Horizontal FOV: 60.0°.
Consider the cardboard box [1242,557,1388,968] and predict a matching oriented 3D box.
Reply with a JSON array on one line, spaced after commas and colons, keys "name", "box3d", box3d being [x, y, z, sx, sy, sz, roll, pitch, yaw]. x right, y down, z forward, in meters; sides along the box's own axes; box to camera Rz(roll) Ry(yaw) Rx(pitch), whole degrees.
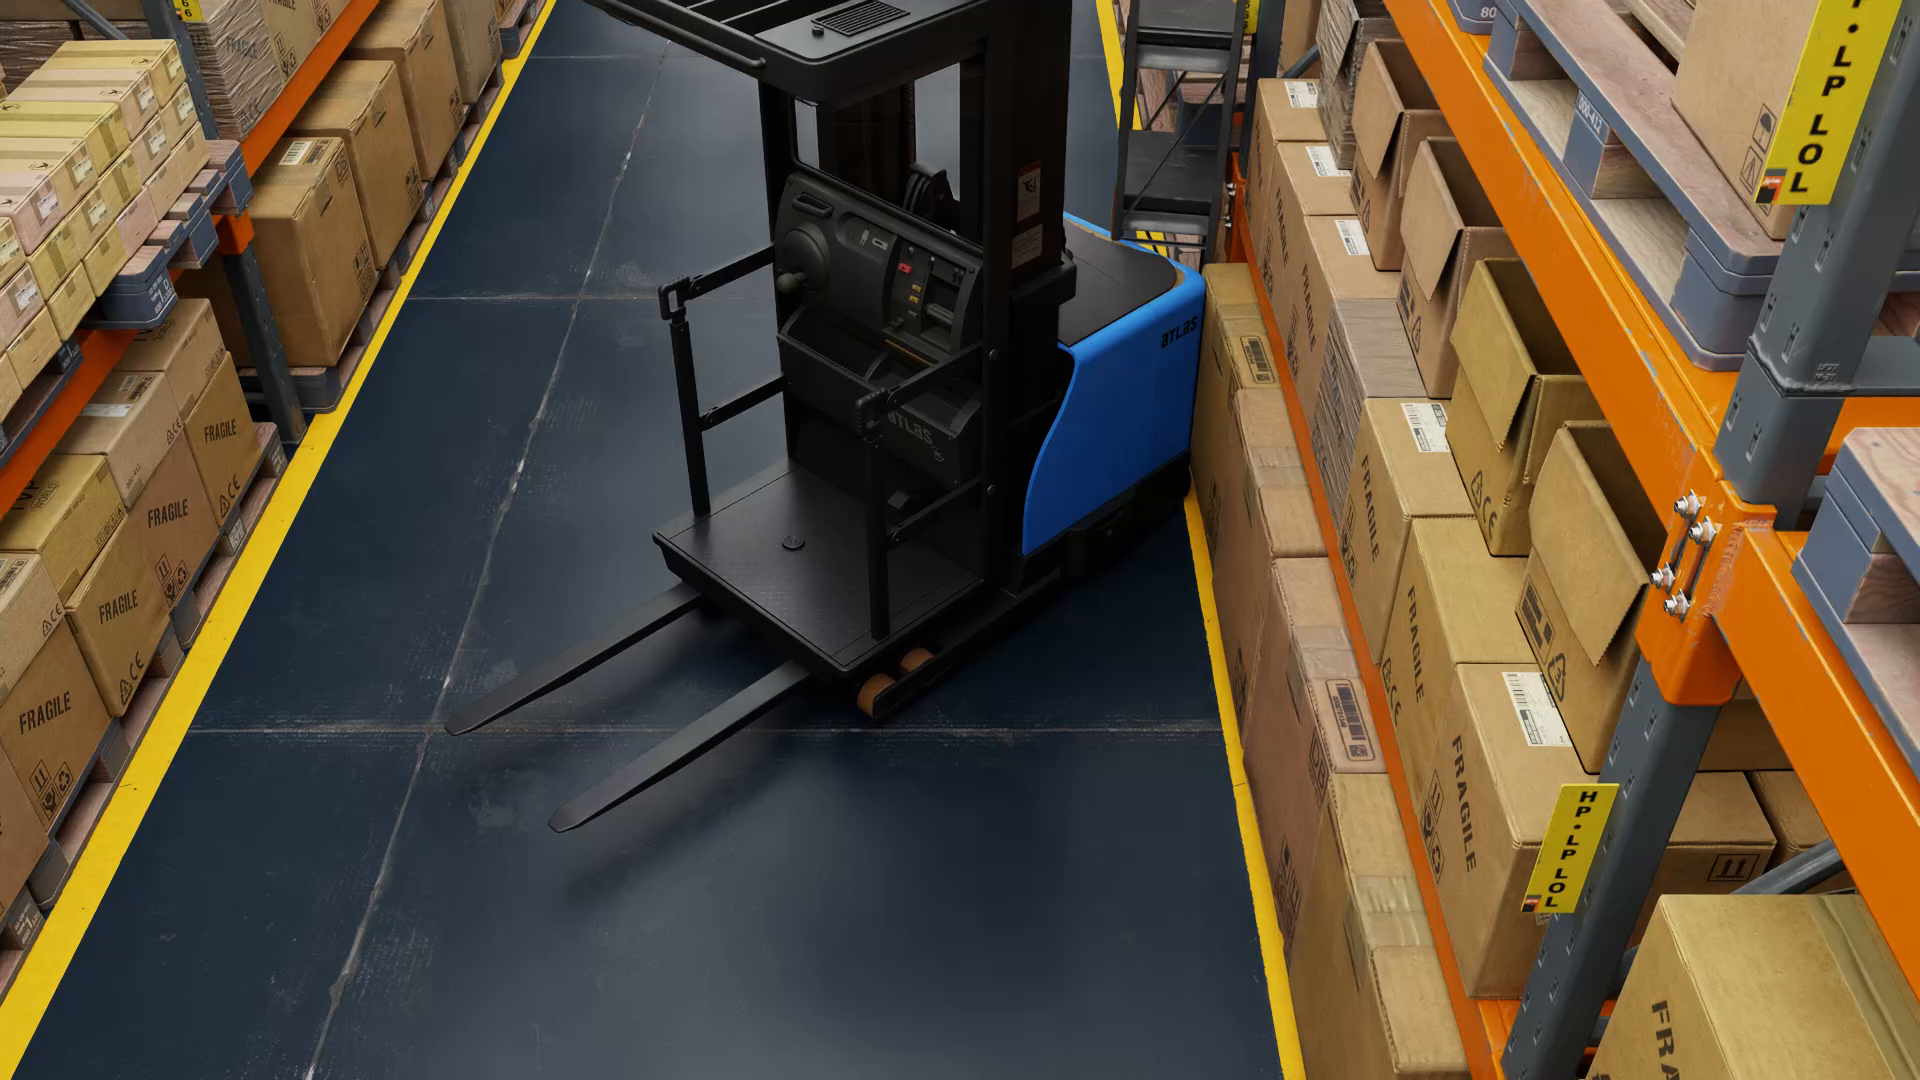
[{"name": "cardboard box", "box3d": [1.558, 0.649, 4.905, 1.225, 0.875, 0.875, -1, 39, -2]}]

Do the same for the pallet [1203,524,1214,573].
[{"name": "pallet", "box3d": [1.502, 0.023, 6.553, 1.003, 0.211, 1.213, 0, 39, 0]}]

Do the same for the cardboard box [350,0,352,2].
[{"name": "cardboard box", "box3d": [-3.116, -2.883, 7.869, 0.500, 0.500, 0.500, 0, 39, -1]}]

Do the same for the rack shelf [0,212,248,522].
[{"name": "rack shelf", "box3d": [-3.382, -0.087, 5.035, 1.077, 0.370, 4.000, 0, 39, 0]}]

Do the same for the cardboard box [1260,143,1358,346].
[{"name": "cardboard box", "box3d": [1.307, -0.971, 5.483, 0.500, 0.500, 0.500, -1, 39, -1]}]

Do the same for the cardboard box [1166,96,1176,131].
[{"name": "cardboard box", "box3d": [1.532, -2.574, 9.210, 0.700, 0.500, 0.500, 0, 39, 0]}]

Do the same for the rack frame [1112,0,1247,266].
[{"name": "rack frame", "box3d": [0.793, -1.154, 6.492, 0.400, 2.100, 0.015, 6, 46, 6]}]

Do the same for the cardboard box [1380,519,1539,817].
[{"name": "cardboard box", "box3d": [1.313, 0.302, 3.894, 0.500, 0.500, 0.500, 1, 39, 1]}]

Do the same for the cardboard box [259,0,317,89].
[{"name": "cardboard box", "box3d": [-3.118, -2.256, 7.087, 0.500, 0.500, 0.500, 0, 39, 0]}]

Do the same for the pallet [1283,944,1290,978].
[{"name": "pallet", "box3d": [1.504, 1.548, 4.649, 1.003, 0.211, 1.213, 0, 39, 0]}]

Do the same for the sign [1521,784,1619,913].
[{"name": "sign", "box3d": [1.038, 0.528, 2.829, 0.100, 0.325, 0.005, 0, 39, 0]}]

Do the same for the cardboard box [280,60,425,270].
[{"name": "cardboard box", "box3d": [-3.299, -1.832, 8.100, 1.050, 0.750, 0.750, 1, 39, 1]}]

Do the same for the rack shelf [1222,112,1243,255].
[{"name": "rack shelf", "box3d": [1.574, -2.529, 8.082, 1.077, 0.370, 4.000, 0, 39, 0]}]

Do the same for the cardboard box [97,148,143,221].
[{"name": "cardboard box", "box3d": [-2.923, -1.160, 5.426, 0.380, 0.149, 0.250, 1, 39, 1]}]

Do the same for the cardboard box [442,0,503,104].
[{"name": "cardboard box", "box3d": [-3.298, -3.017, 9.580, 1.050, 0.750, 0.750, 0, 39, 0]}]

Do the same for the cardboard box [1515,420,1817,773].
[{"name": "cardboard box", "box3d": [1.572, 0.113, 3.328, 0.797, 0.503, 0.637, -1, 39, -1]}]

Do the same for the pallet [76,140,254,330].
[{"name": "pallet", "box3d": [-3.277, -1.098, 5.875, 1.213, 0.211, 1.003, 0, 39, 0]}]

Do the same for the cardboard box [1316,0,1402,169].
[{"name": "cardboard box", "box3d": [1.561, -1.532, 5.381, 0.797, 0.503, 0.637, 1, 39, 1]}]

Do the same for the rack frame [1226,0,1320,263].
[{"name": "rack frame", "box3d": [1.576, -1.559, 6.296, 1.000, 3.000, 0.127, 0, 39, 0]}]

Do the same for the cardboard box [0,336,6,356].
[{"name": "cardboard box", "box3d": [-2.924, -0.523, 4.632, 0.380, 0.149, 0.250, -1, 39, -1]}]

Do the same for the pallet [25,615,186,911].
[{"name": "pallet", "box3d": [-3.386, 0.720, 5.683, 1.003, 0.211, 1.213, 0, 39, 0]}]

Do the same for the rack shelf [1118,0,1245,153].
[{"name": "rack shelf", "box3d": [0.825, -1.807, 6.171, 0.431, 0.518, 0.480, 6, 46, 6]}]

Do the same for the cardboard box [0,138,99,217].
[{"name": "cardboard box", "box3d": [-2.923, -1.122, 5.141, 0.380, 0.149, 0.250, 1, 39, 1]}]

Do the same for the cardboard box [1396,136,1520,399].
[{"name": "cardboard box", "box3d": [1.566, -0.705, 4.349, 0.797, 0.503, 0.637, 1, 39, 1]}]

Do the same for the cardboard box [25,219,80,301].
[{"name": "cardboard box", "box3d": [-2.925, -0.848, 5.037, 0.380, 0.149, 0.250, 0, 39, 0]}]

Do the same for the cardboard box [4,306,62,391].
[{"name": "cardboard box", "box3d": [-2.928, -0.574, 4.932, 0.380, 0.149, 0.250, 1, 39, 1]}]

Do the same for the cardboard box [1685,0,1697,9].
[{"name": "cardboard box", "box3d": [1.669, -1.043, 2.990, 0.500, 0.311, 0.500, -1, 39, -2]}]

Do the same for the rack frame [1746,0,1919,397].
[{"name": "rack frame", "box3d": [1.581, -1.398, 1.299, 1.000, 3.000, 0.127, 0, 39, 0]}]

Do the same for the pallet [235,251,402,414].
[{"name": "pallet", "box3d": [-3.310, -1.023, 7.858, 1.003, 0.211, 1.213, 0, 39, 0]}]

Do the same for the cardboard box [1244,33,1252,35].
[{"name": "cardboard box", "box3d": [1.435, -2.448, 6.991, 0.700, 0.500, 0.500, 5, 39, 7]}]

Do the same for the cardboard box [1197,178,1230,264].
[{"name": "cardboard box", "box3d": [1.542, -1.521, 7.896, 0.700, 0.500, 0.500, -3, 39, -4]}]

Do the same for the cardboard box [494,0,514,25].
[{"name": "cardboard box", "box3d": [-3.319, -3.848, 10.516, 0.875, 0.875, 0.875, 1, 39, 1]}]

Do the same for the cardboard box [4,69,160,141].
[{"name": "cardboard box", "box3d": [-2.927, -1.453, 5.554, 0.380, 0.149, 0.250, 0, 39, -1]}]

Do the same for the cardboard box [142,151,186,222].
[{"name": "cardboard box", "box3d": [-2.925, -1.221, 5.740, 0.380, 0.149, 0.250, 0, 39, 0]}]

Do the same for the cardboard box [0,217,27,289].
[{"name": "cardboard box", "box3d": [-2.926, -0.801, 4.741, 0.380, 0.149, 0.250, 2, 39, 2]}]

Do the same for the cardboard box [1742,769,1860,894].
[{"name": "cardboard box", "box3d": [1.830, 0.616, 3.503, 0.500, 0.500, 0.500, 0, 39, 0]}]

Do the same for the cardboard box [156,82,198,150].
[{"name": "cardboard box", "box3d": [-2.928, -1.492, 5.840, 0.380, 0.149, 0.250, 1, 39, 1]}]

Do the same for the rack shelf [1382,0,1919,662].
[{"name": "rack shelf", "box3d": [1.578, -1.198, 4.023, 1.077, 0.370, 4.000, 0, 39, 0]}]

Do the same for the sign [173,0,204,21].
[{"name": "sign", "box3d": [-2.841, -2.045, 6.041, 0.100, 0.325, 0.005, 0, 39, 0]}]

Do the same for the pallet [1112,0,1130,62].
[{"name": "pallet", "box3d": [1.535, -3.392, 10.814, 1.003, 0.211, 1.213, 0, 39, 0]}]

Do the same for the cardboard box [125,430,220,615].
[{"name": "cardboard box", "box3d": [-3.125, -0.071, 6.103, 0.500, 0.500, 0.500, 1, 39, 2]}]

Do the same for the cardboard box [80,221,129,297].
[{"name": "cardboard box", "box3d": [-2.928, -0.904, 5.344, 0.380, 0.149, 0.250, -1, 39, -1]}]

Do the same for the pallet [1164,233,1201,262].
[{"name": "pallet", "box3d": [1.578, -1.720, 8.728, 1.003, 0.211, 1.213, 0, 39, 0]}]

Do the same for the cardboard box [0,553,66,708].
[{"name": "cardboard box", "box3d": [-3.115, 0.288, 5.056, 0.500, 0.250, 0.500, 1, 39, 2]}]

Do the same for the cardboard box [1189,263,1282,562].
[{"name": "cardboard box", "box3d": [1.556, -0.462, 6.291, 1.225, 0.875, 0.875, -2, 39, -2]}]

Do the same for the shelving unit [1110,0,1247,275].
[{"name": "shelving unit", "box3d": [0.826, -1.327, 6.661, 0.431, 2.100, 0.503, 6, 46, 6]}]

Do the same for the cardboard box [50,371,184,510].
[{"name": "cardboard box", "box3d": [-3.110, -0.356, 5.859, 0.500, 0.250, 0.500, 0, 39, 1]}]

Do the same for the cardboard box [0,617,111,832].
[{"name": "cardboard box", "box3d": [-3.131, 0.574, 5.298, 0.500, 0.500, 0.500, 1, 39, 1]}]

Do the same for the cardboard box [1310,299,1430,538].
[{"name": "cardboard box", "box3d": [1.310, -0.338, 4.693, 0.500, 0.500, 0.500, 0, 39, 0]}]

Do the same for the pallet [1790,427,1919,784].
[{"name": "pallet", "box3d": [1.571, 0.319, 1.626, 1.003, 0.211, 1.213, 0, 39, 0]}]

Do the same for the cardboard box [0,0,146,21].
[{"name": "cardboard box", "box3d": [-3.375, -2.328, 6.377, 0.700, 0.500, 0.500, 0, 39, 0]}]

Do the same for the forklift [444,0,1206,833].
[{"name": "forklift", "box3d": [-0.440, -0.866, 5.487, 1.130, 2.935, 3.031, 32, 48, 33]}]

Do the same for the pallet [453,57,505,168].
[{"name": "pallet", "box3d": [-3.312, -2.549, 9.762, 1.003, 0.211, 1.213, 0, 39, 0]}]

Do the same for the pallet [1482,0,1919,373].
[{"name": "pallet", "box3d": [1.530, -0.726, 3.012, 0.805, 0.209, 1.217, -1, 39, -2]}]

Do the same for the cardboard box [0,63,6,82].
[{"name": "cardboard box", "box3d": [-3.577, -1.624, 5.768, 0.380, 0.149, 0.250, 0, 39, 0]}]
